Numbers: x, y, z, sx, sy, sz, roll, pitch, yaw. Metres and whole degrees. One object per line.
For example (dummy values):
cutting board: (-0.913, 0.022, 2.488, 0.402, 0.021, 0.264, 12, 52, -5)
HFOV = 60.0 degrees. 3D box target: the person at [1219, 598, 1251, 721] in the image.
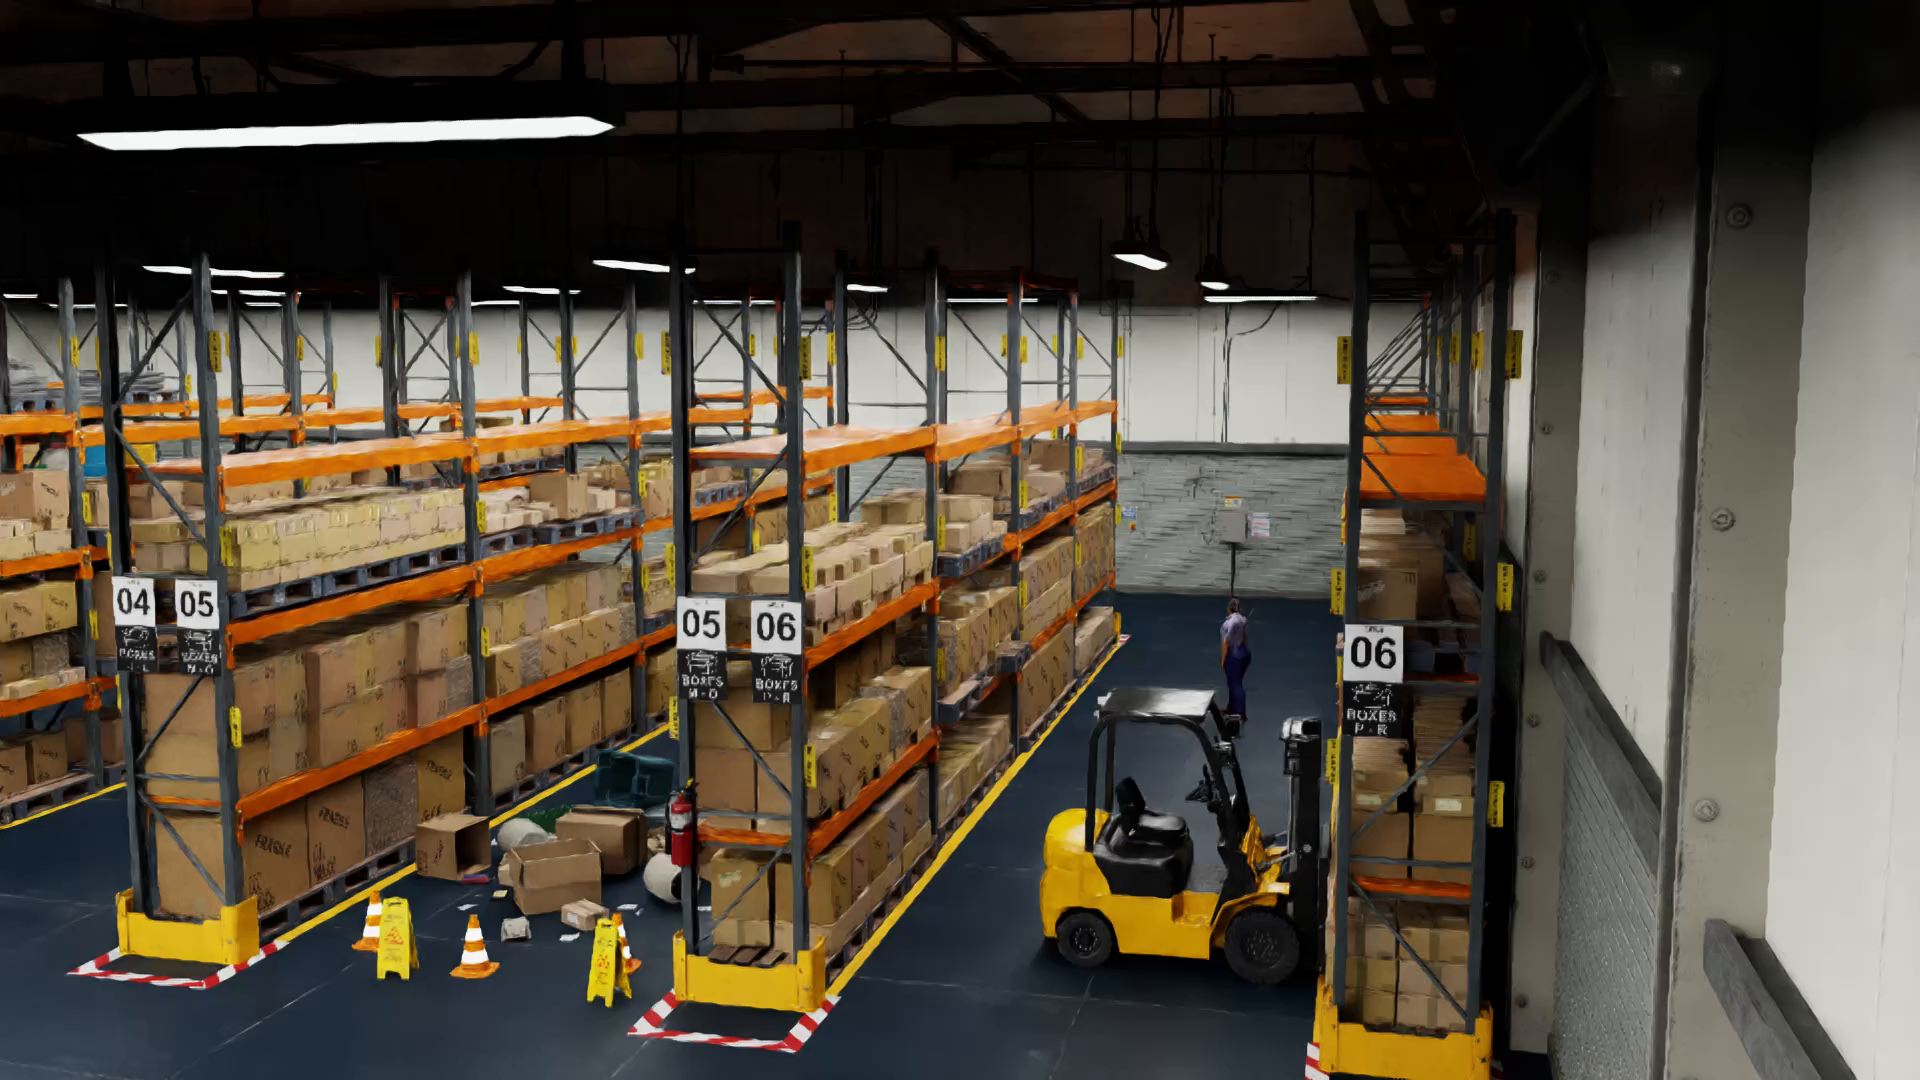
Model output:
person: (3.696, 1.597, 22.537, 0.564, 1.639, 0.595, 5, 9, 36)
